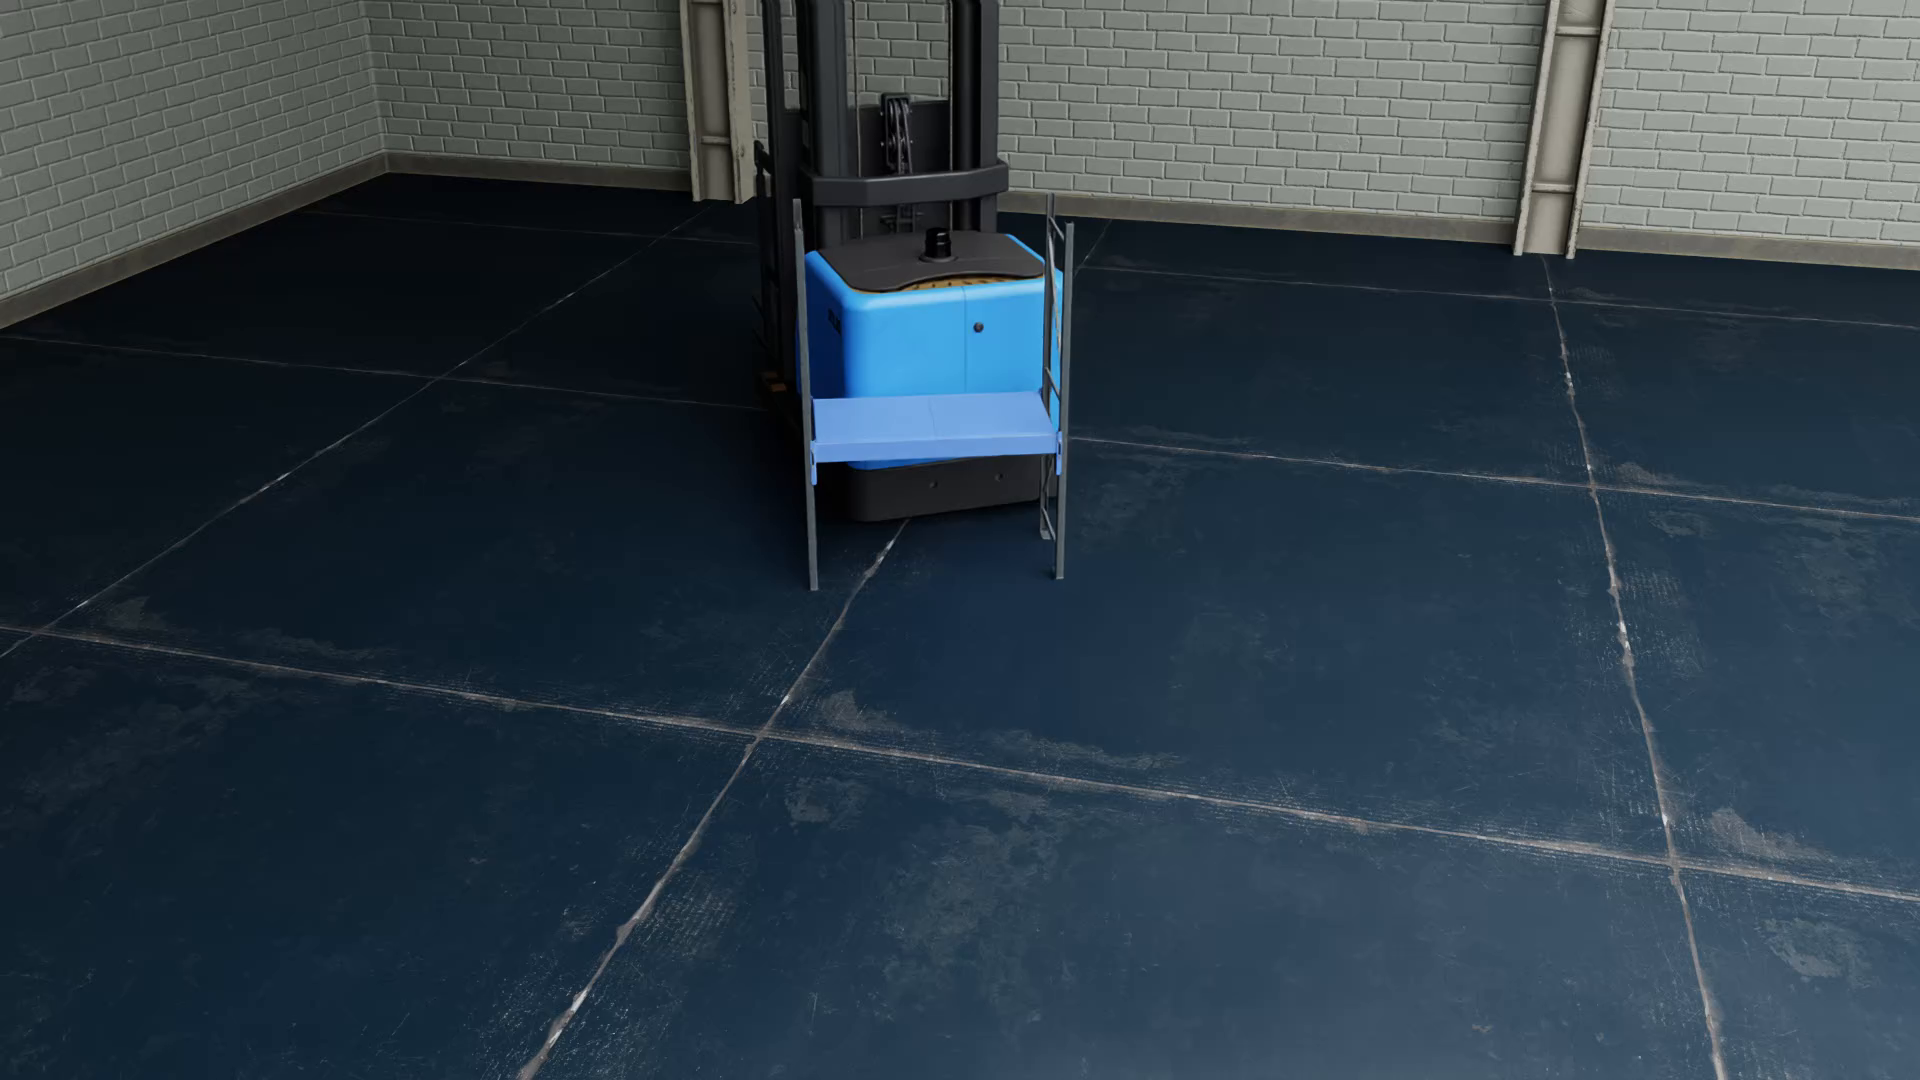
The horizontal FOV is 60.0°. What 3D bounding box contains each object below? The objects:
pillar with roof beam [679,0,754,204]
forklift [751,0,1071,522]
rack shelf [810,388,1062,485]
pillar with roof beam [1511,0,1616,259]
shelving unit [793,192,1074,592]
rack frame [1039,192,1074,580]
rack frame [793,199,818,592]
[{"bbox_3d":[-2.884,-4.899,7.072,0.400,9.000,9.100,6,26,13],"label":"pillar with roof beam"},{"bbox_3d":[-0.440,-2.013,8.069,1.130,2.935,3.031,-8,27,-16],"label":"forklift"},{"bbox_3d":[-0.117,-0.433,6.834,1.000,0.185,0.538,-3,26,-5],"label":"rack shelf"},{"bbox_3d":[2.927,-4.257,5.723,0.400,9.000,9.100,6,26,13],"label":"pillar with roof beam"},{"bbox_3d":[-0.117,-0.596,6.756,1.048,1.500,0.538,-3,26,-5],"label":"shelving unit"},{"bbox_3d":[0.389,-0.618,6.803,0.032,1.500,0.500,-3,26,-5],"label":"rack frame"},{"bbox_3d":[-0.623,-0.573,6.710,0.032,1.500,0.500,-3,26,-5],"label":"rack frame"}]
